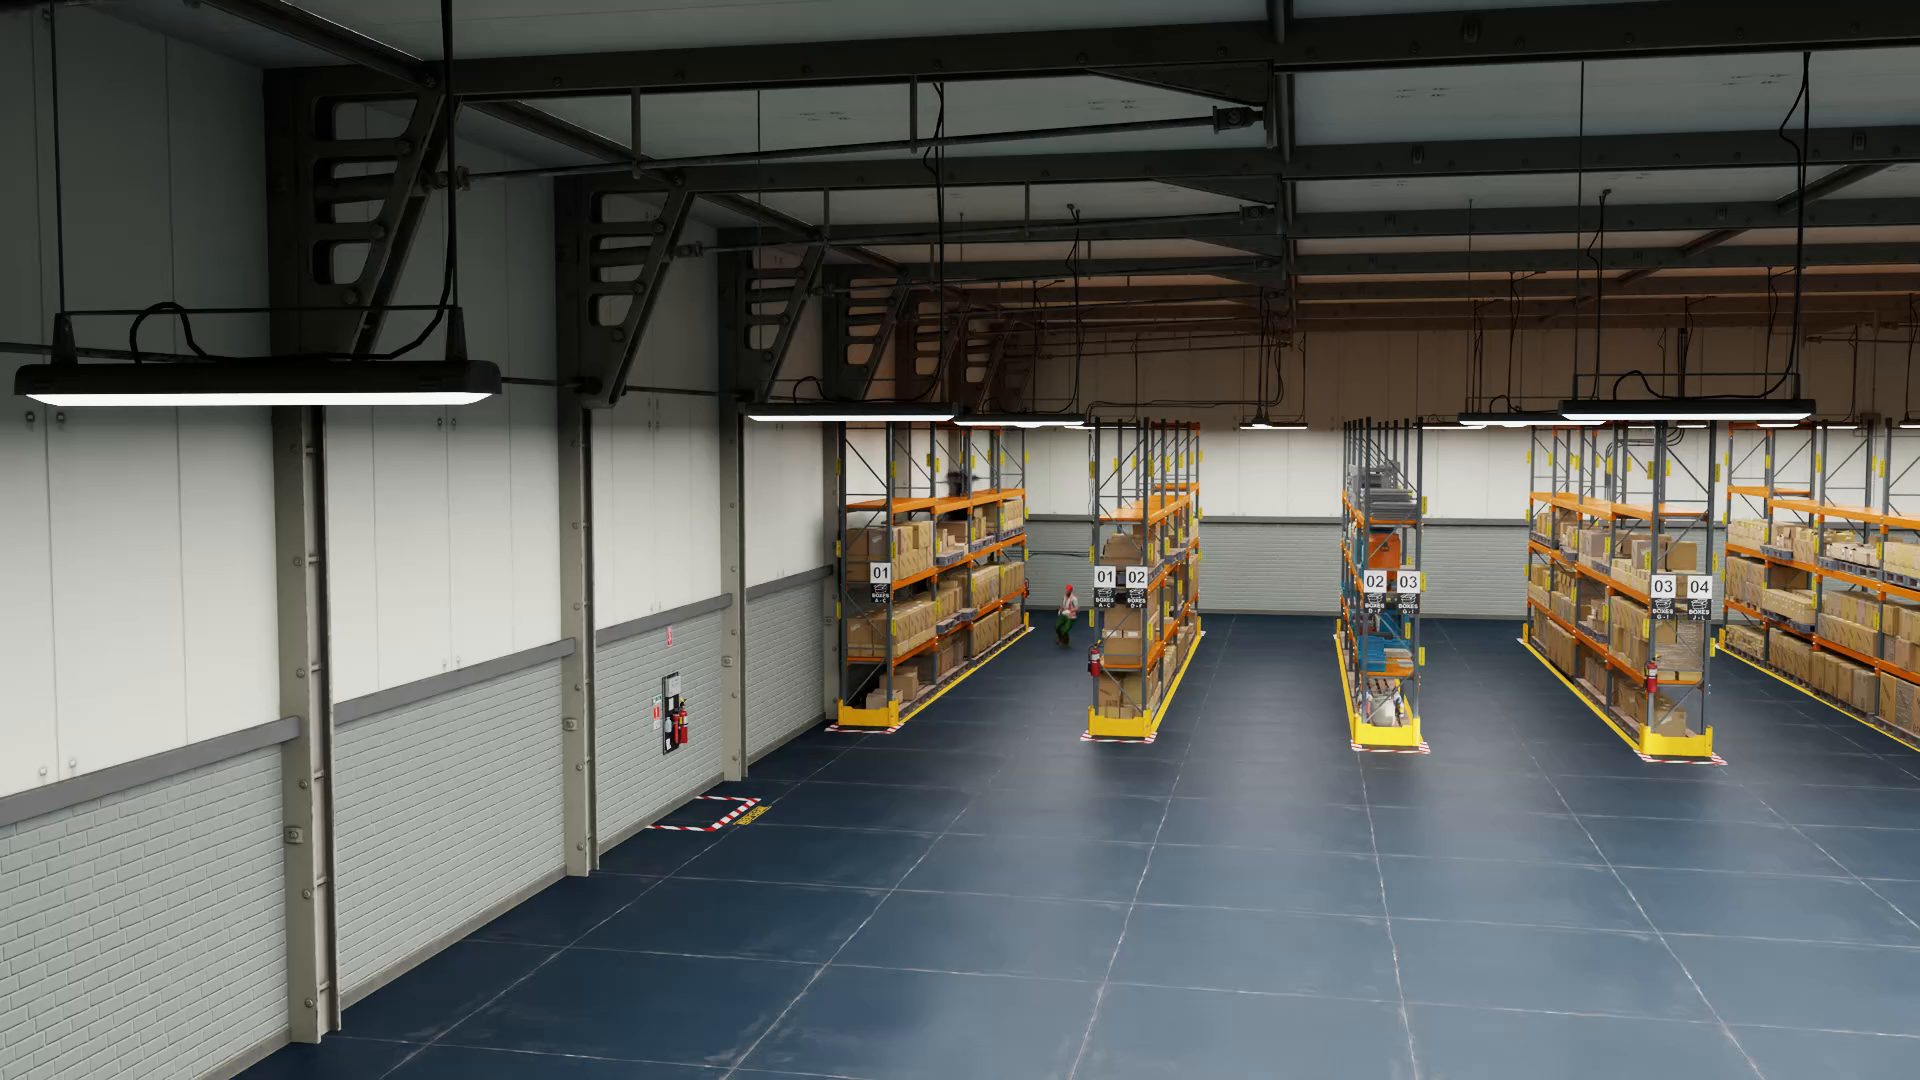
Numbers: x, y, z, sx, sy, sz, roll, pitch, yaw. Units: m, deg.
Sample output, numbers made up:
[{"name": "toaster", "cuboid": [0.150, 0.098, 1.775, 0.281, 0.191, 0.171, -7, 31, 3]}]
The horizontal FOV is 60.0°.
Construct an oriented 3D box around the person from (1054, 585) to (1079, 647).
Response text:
[{"name": "person", "cuboid": [2.783, 2.022, 44.161, 0.870, 1.676, 0.640, 3, 5, 42]}]
